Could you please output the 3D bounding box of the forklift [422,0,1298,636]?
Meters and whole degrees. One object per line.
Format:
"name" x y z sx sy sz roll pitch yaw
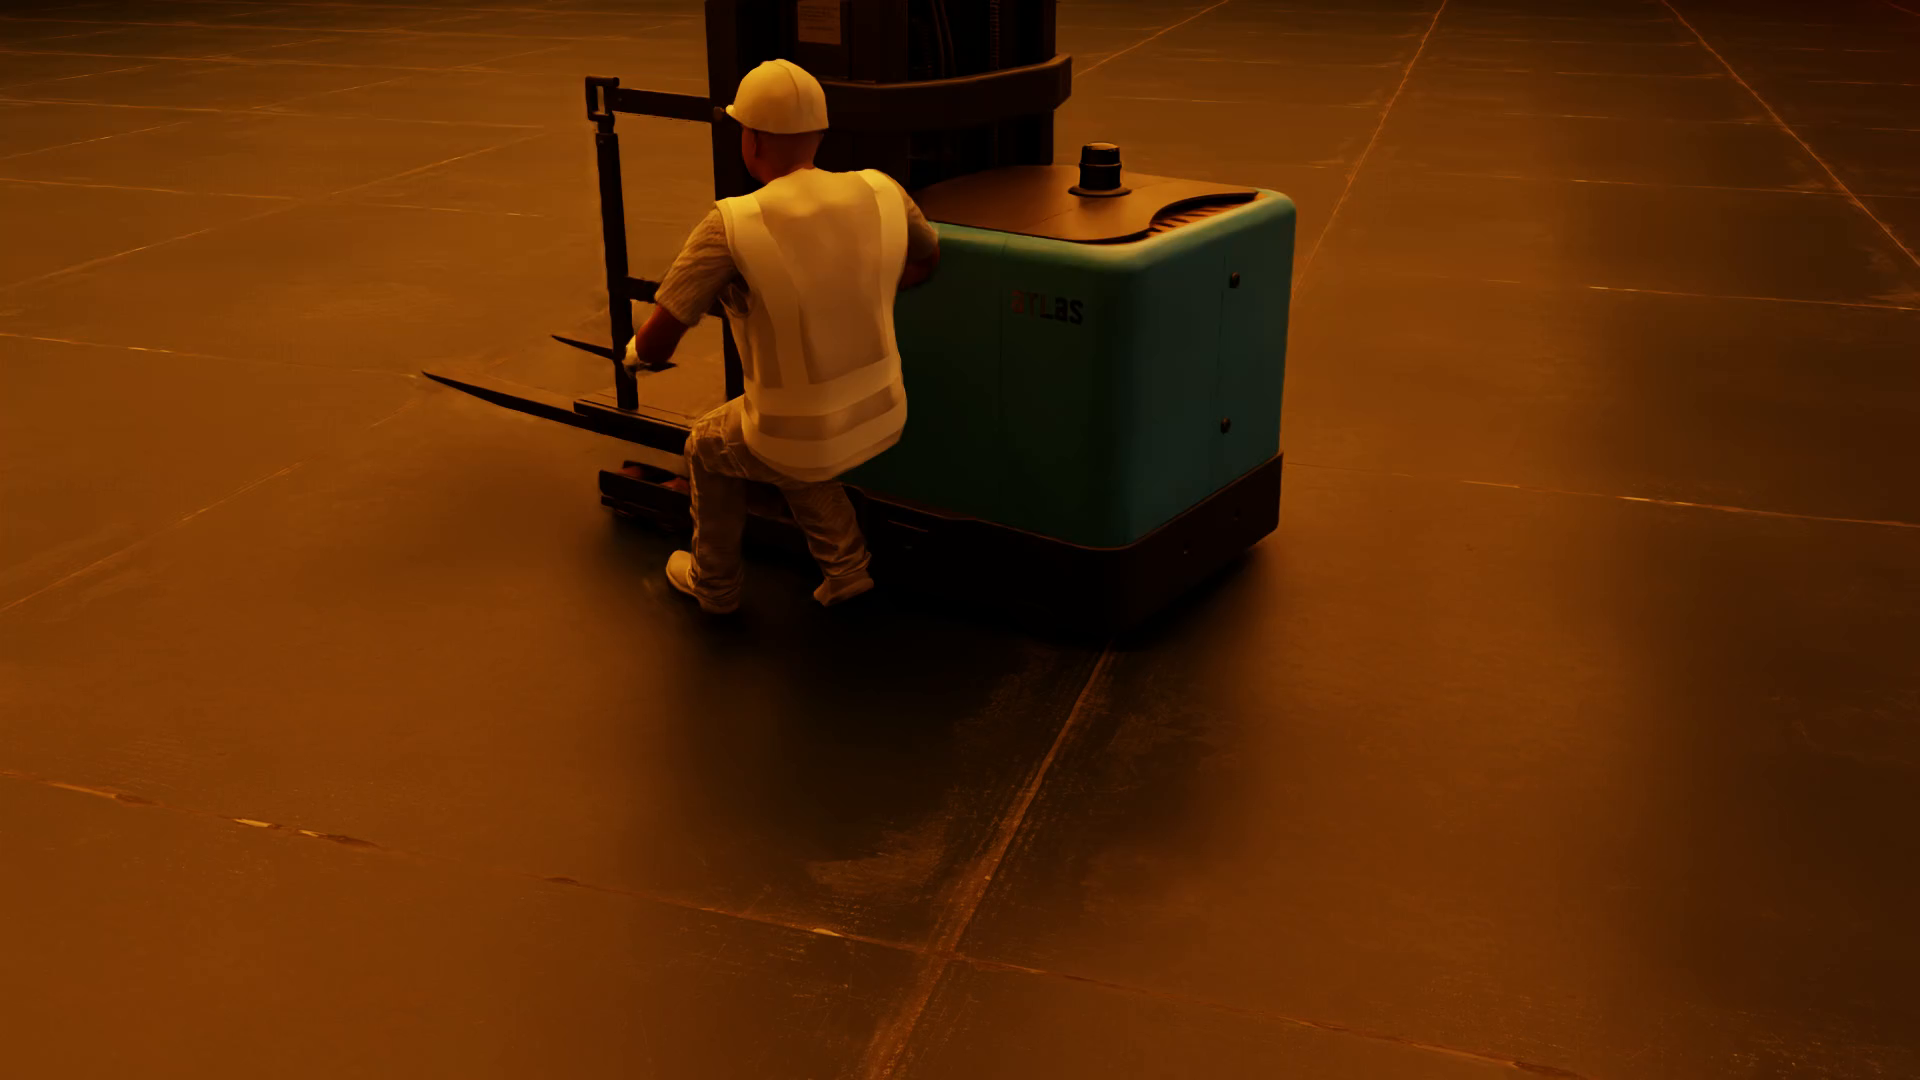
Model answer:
"forklift" -0.526 -1.526 4.975 3.031 2.935 1.130 15 27 33

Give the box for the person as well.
"person" -0.535 -0.432 4.234 0.846 1.567 0.913 -20 30 -40
